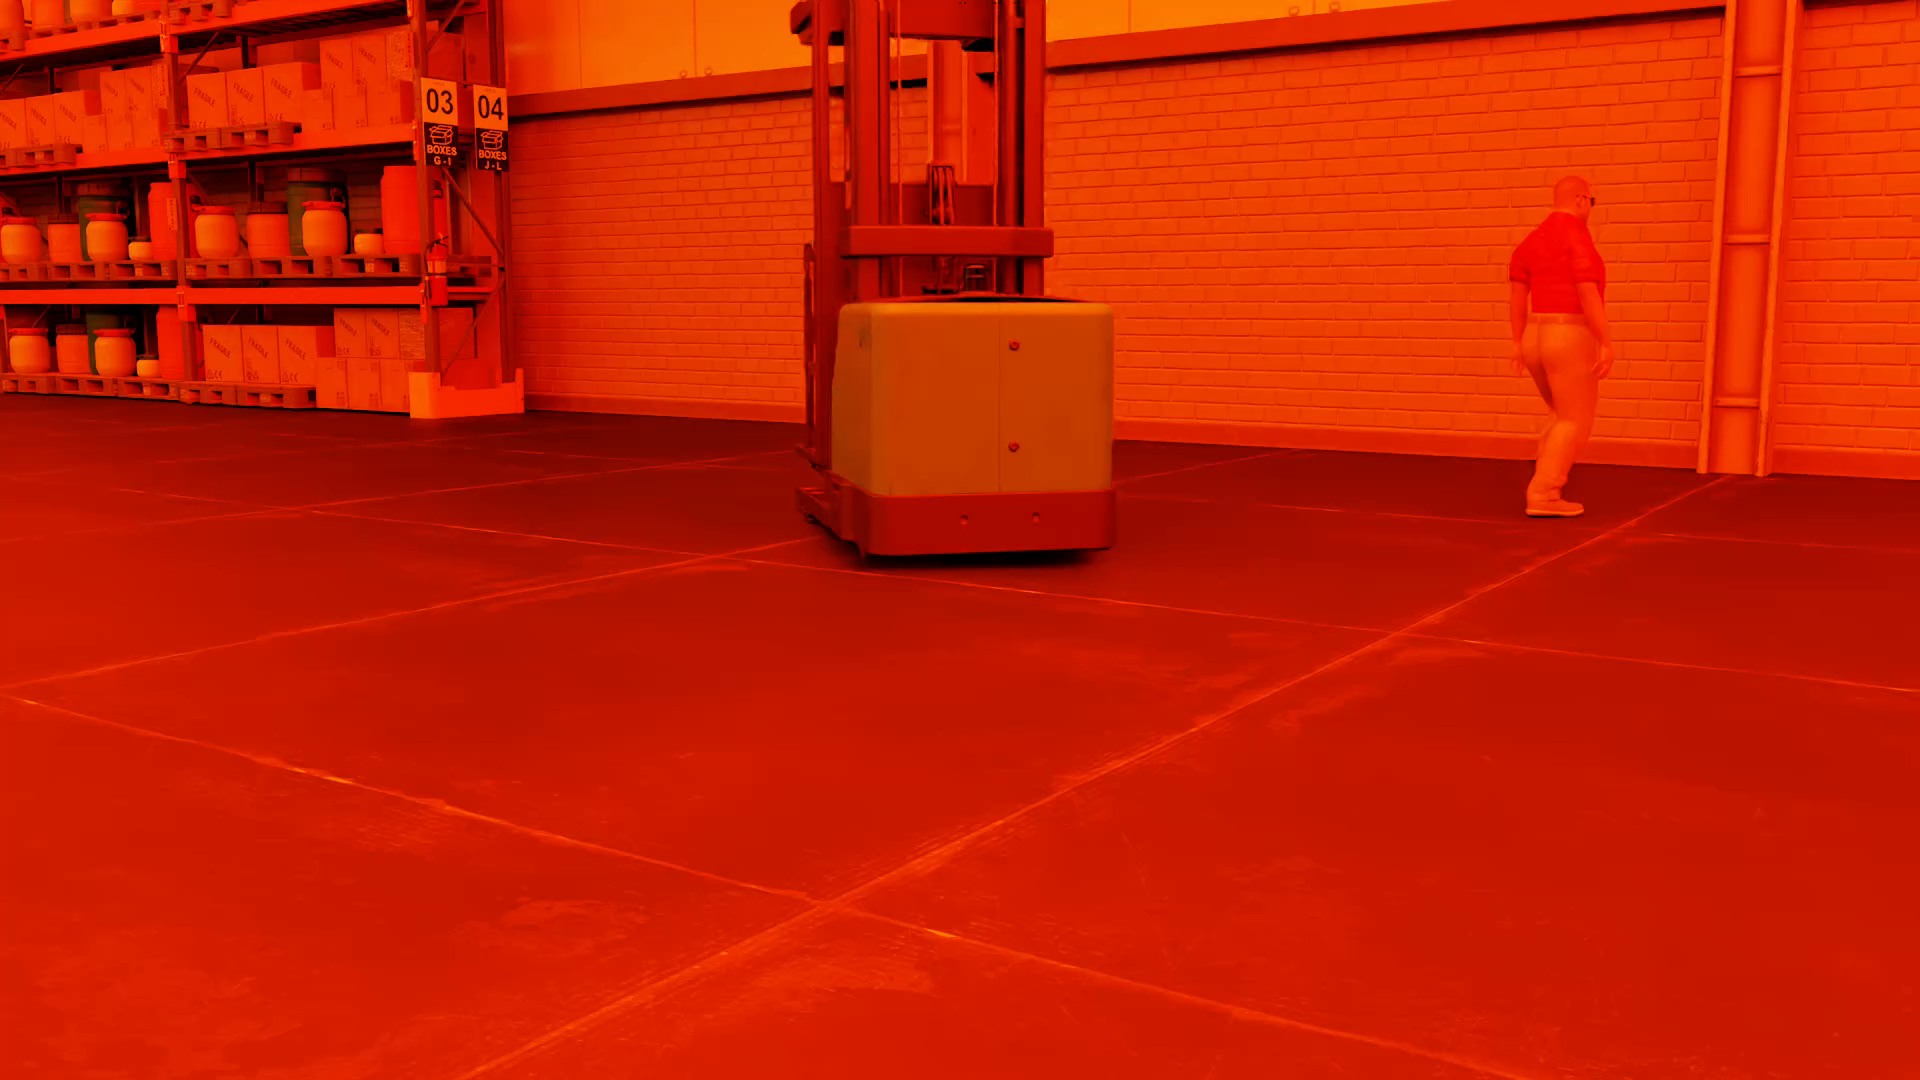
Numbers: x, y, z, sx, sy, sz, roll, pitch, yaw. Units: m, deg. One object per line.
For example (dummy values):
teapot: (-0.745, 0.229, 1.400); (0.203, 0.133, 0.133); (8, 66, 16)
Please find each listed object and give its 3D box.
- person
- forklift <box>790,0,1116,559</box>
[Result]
person: (3.088, -0.943, 8.465); (0.504, 1.787, 0.636); (-2, 8, -16)
forklift: (-0.205, -1.539, 8.014); (1.130, 2.935, 3.031); (-2, 8, -14)
